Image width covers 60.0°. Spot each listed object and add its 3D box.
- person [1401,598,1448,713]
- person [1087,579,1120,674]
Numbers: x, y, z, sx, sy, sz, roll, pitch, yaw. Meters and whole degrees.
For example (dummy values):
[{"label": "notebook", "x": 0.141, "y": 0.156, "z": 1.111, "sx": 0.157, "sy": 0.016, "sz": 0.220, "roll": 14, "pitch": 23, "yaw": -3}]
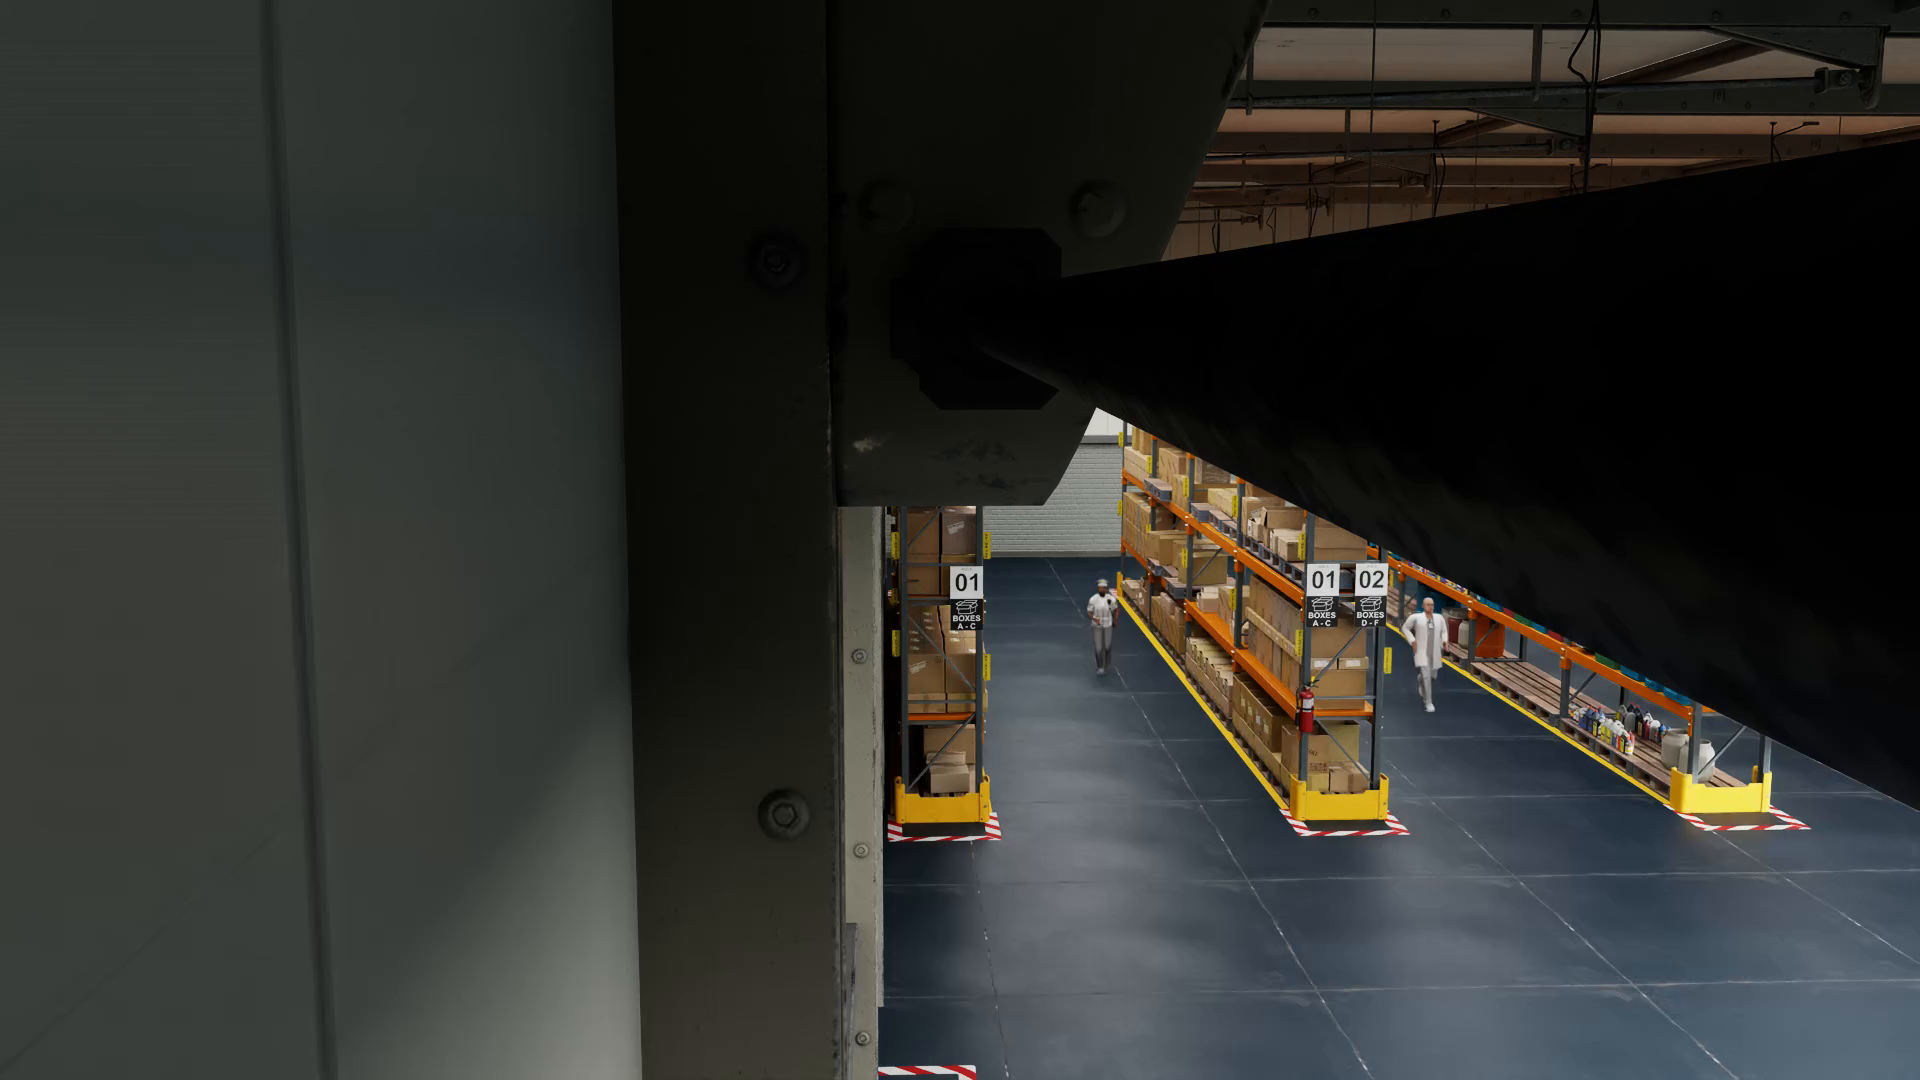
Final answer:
[{"label": "person", "x": 7.373, "y": 1.784, "z": 26.342, "sx": 0.711, "sy": 1.765, "sz": 0.880, "roll": 0, "pitch": 8, "yaw": -3}, {"label": "person", "x": 2.467, "y": 1.500, "z": 28.642, "sx": 0.569, "sy": 1.661, "sz": 0.515, "roll": 0, "pitch": 8, "yaw": 3}]
